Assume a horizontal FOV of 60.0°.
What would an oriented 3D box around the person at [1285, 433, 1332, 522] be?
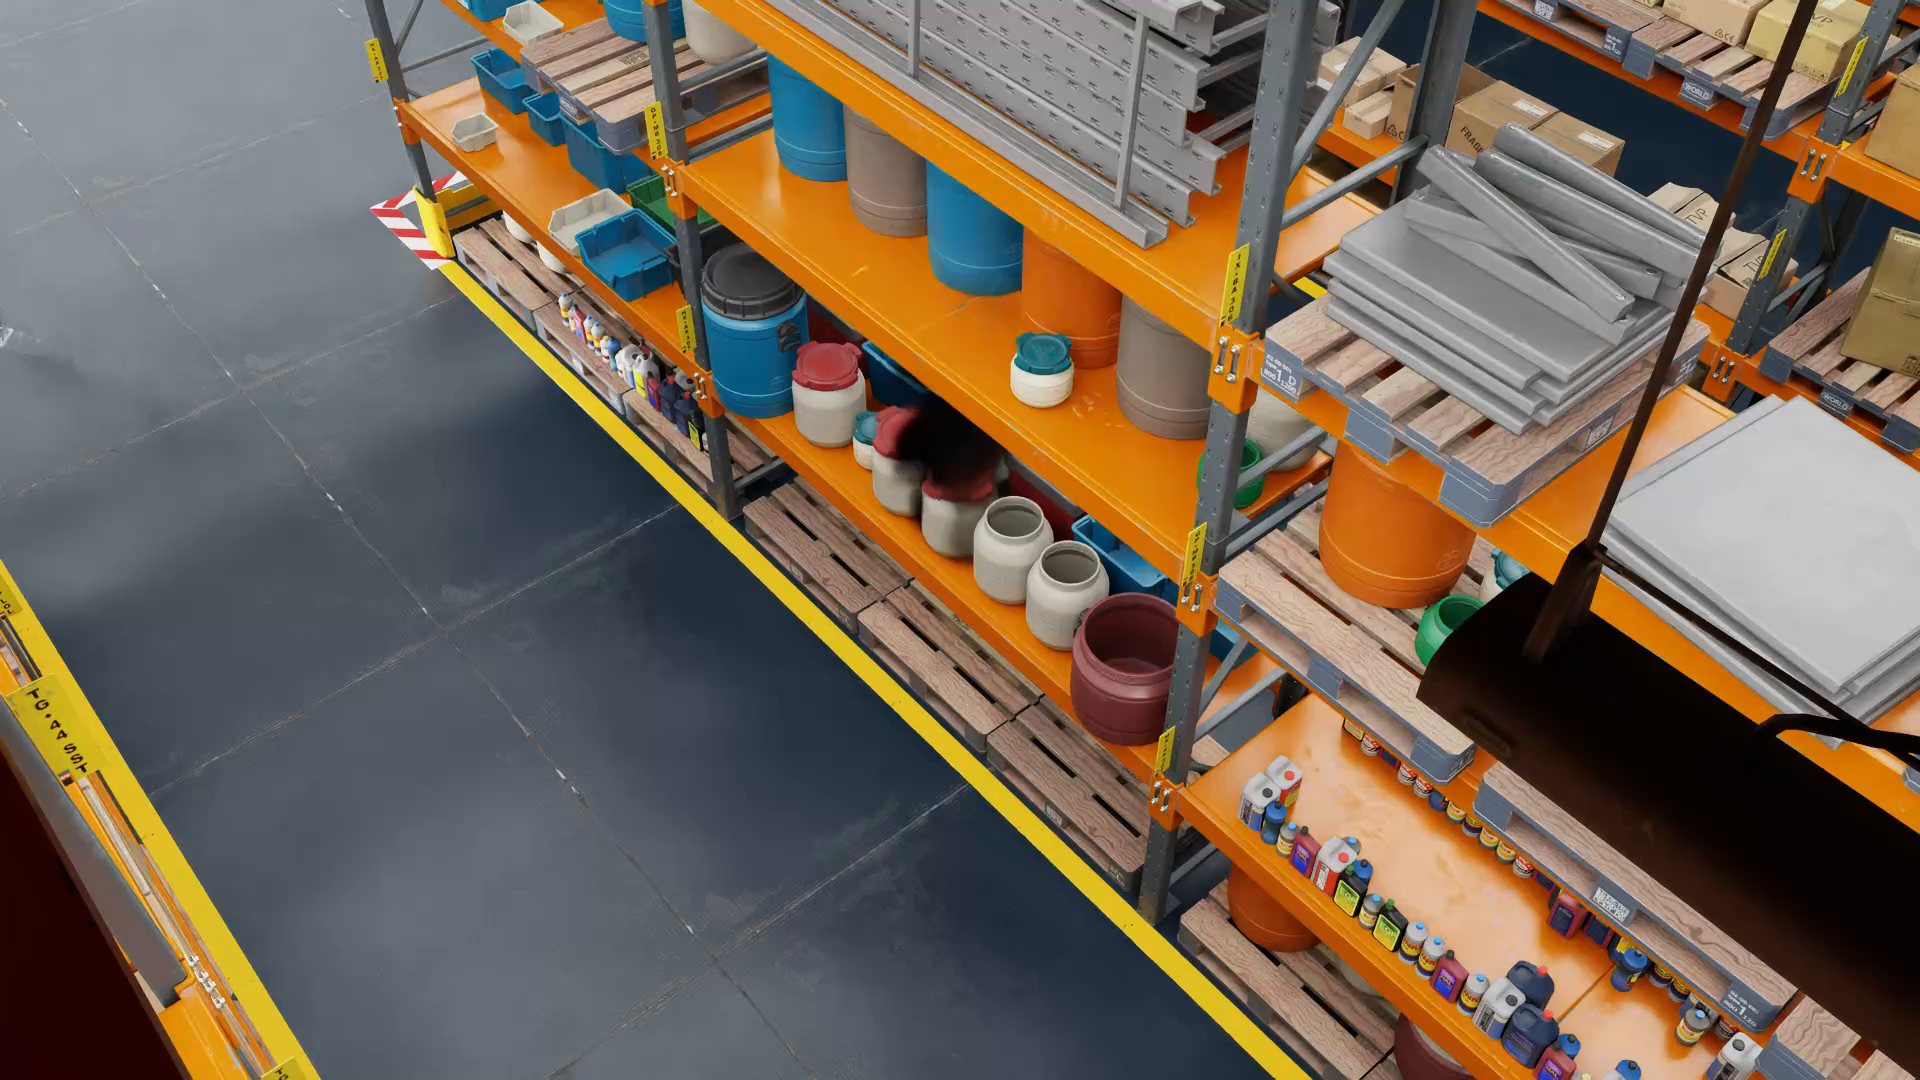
[{"bbox_3d":[1.993,-0.063,9.516,0.560,1.744,0.603,-34,55,-28],"label":"person"}]
